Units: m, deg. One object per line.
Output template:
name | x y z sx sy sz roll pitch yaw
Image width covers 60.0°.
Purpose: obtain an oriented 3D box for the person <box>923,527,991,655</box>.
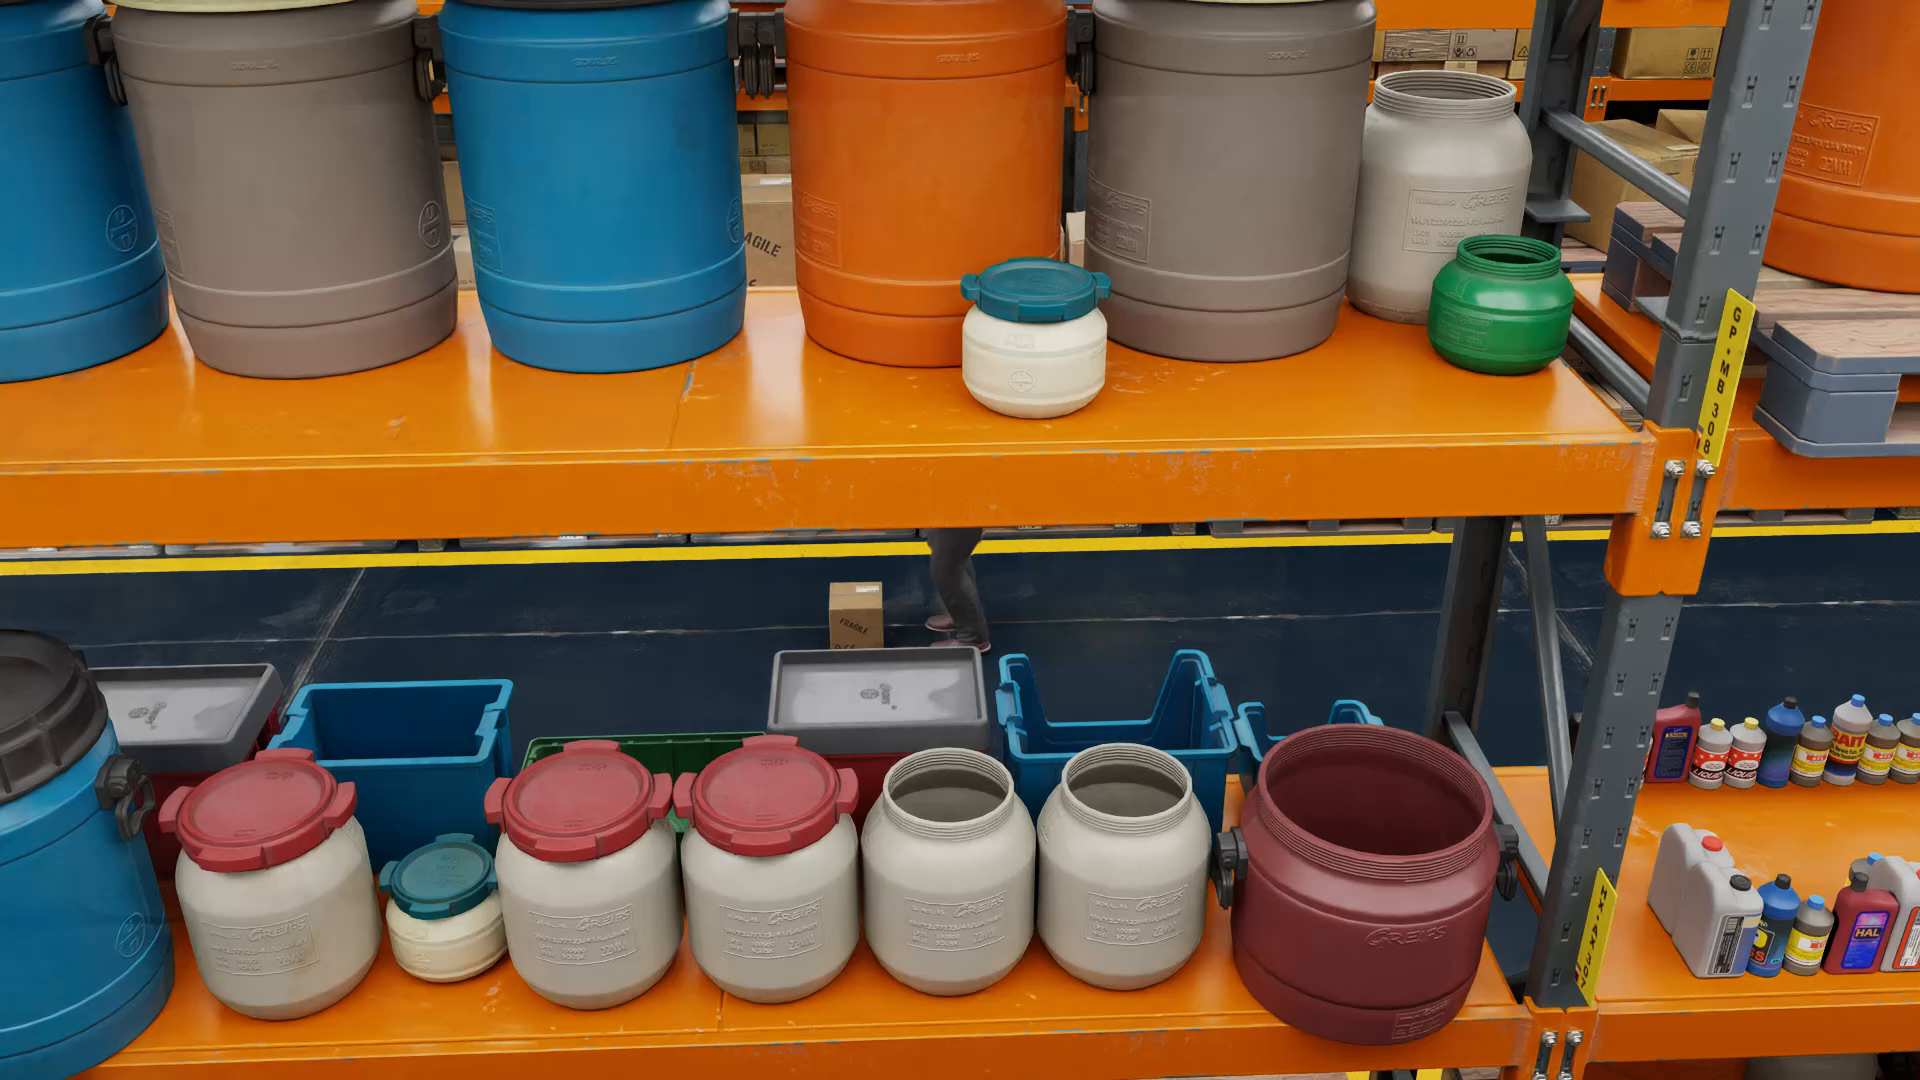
person | -0.003 -0.217 7.596 0.361 1.618 0.454 -1 28 -1
